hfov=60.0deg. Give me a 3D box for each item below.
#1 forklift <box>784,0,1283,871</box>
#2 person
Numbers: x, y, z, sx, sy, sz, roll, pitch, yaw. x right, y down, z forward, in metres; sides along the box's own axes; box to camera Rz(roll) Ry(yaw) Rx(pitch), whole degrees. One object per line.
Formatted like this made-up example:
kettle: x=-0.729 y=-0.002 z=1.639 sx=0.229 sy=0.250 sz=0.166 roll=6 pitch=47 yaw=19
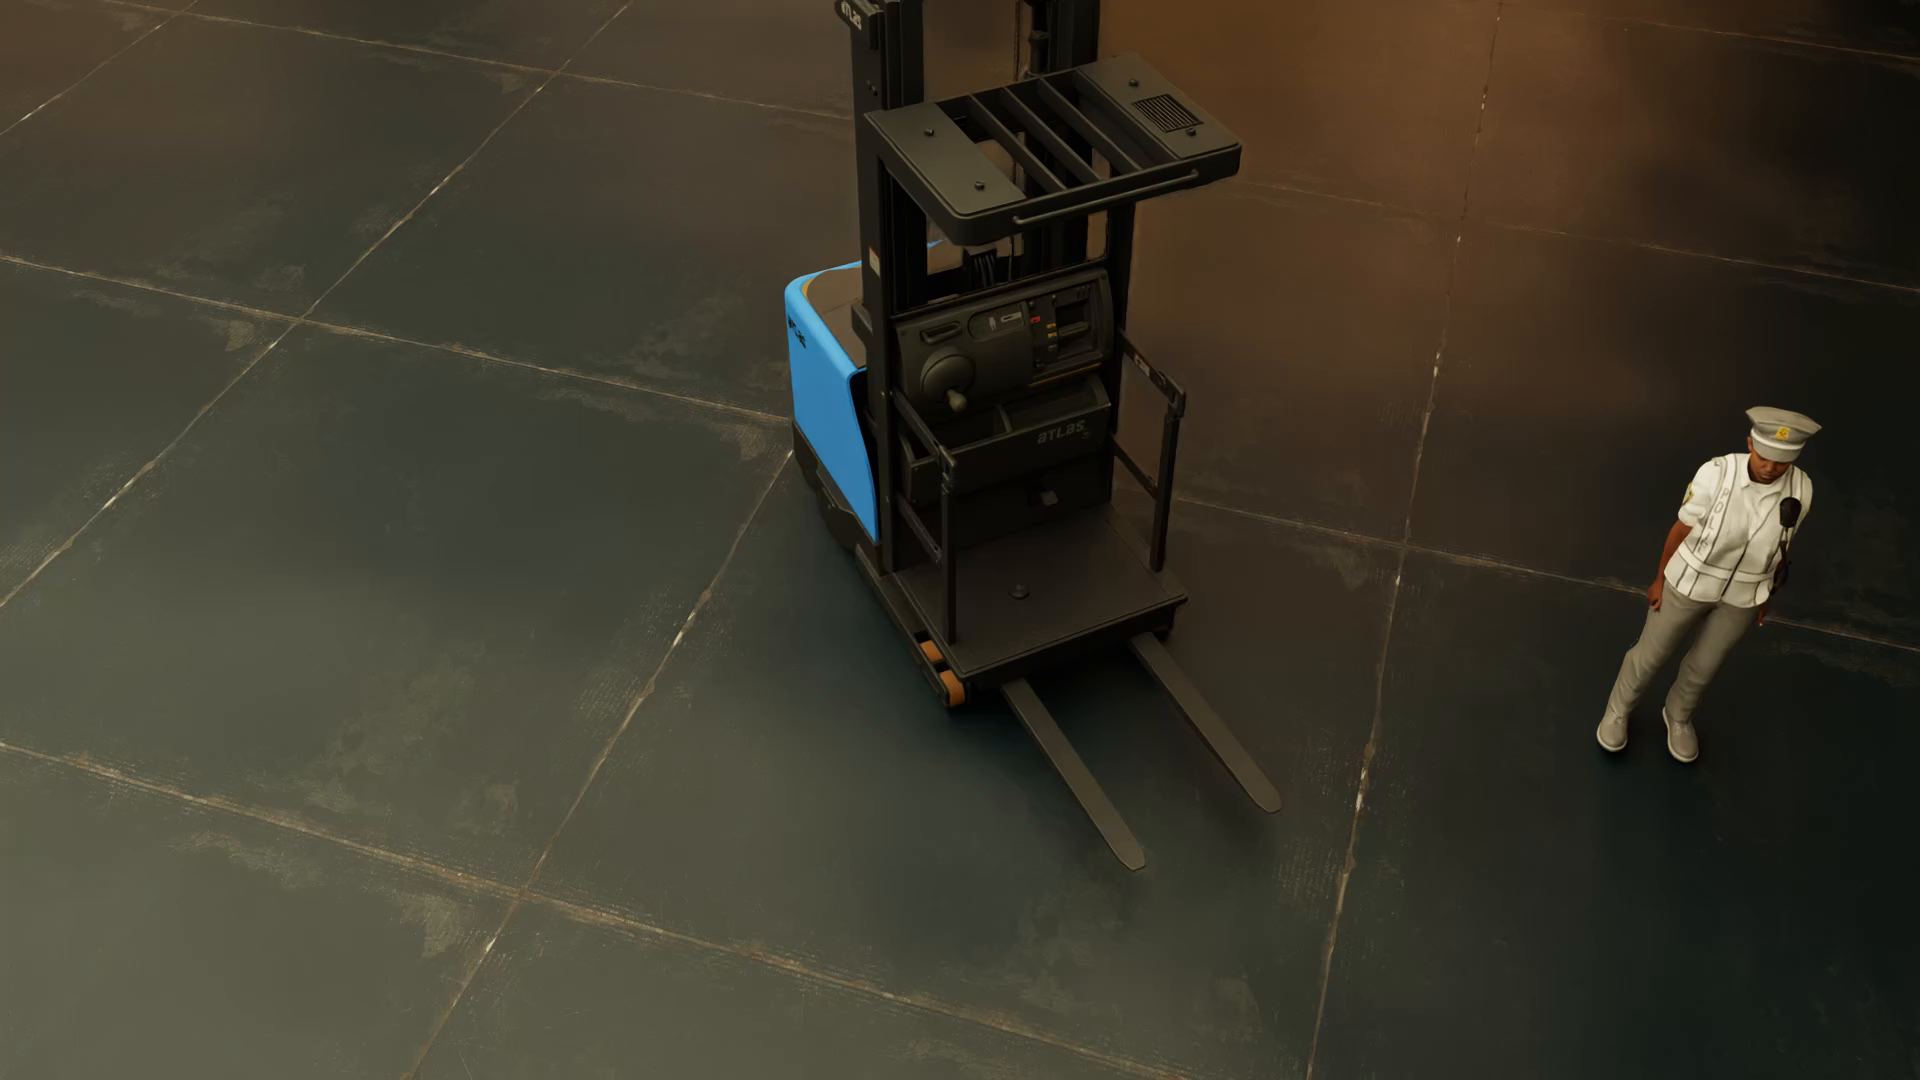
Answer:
forklift: x=0.284 y=-0.704 z=6.446 sx=1.130 sy=2.935 sz=3.031 roll=-18 pitch=46 yaw=-19
person: x=2.879 y=0.179 z=6.360 sx=0.446 sy=1.690 sz=0.336 roll=9 pitch=44 yaw=9
